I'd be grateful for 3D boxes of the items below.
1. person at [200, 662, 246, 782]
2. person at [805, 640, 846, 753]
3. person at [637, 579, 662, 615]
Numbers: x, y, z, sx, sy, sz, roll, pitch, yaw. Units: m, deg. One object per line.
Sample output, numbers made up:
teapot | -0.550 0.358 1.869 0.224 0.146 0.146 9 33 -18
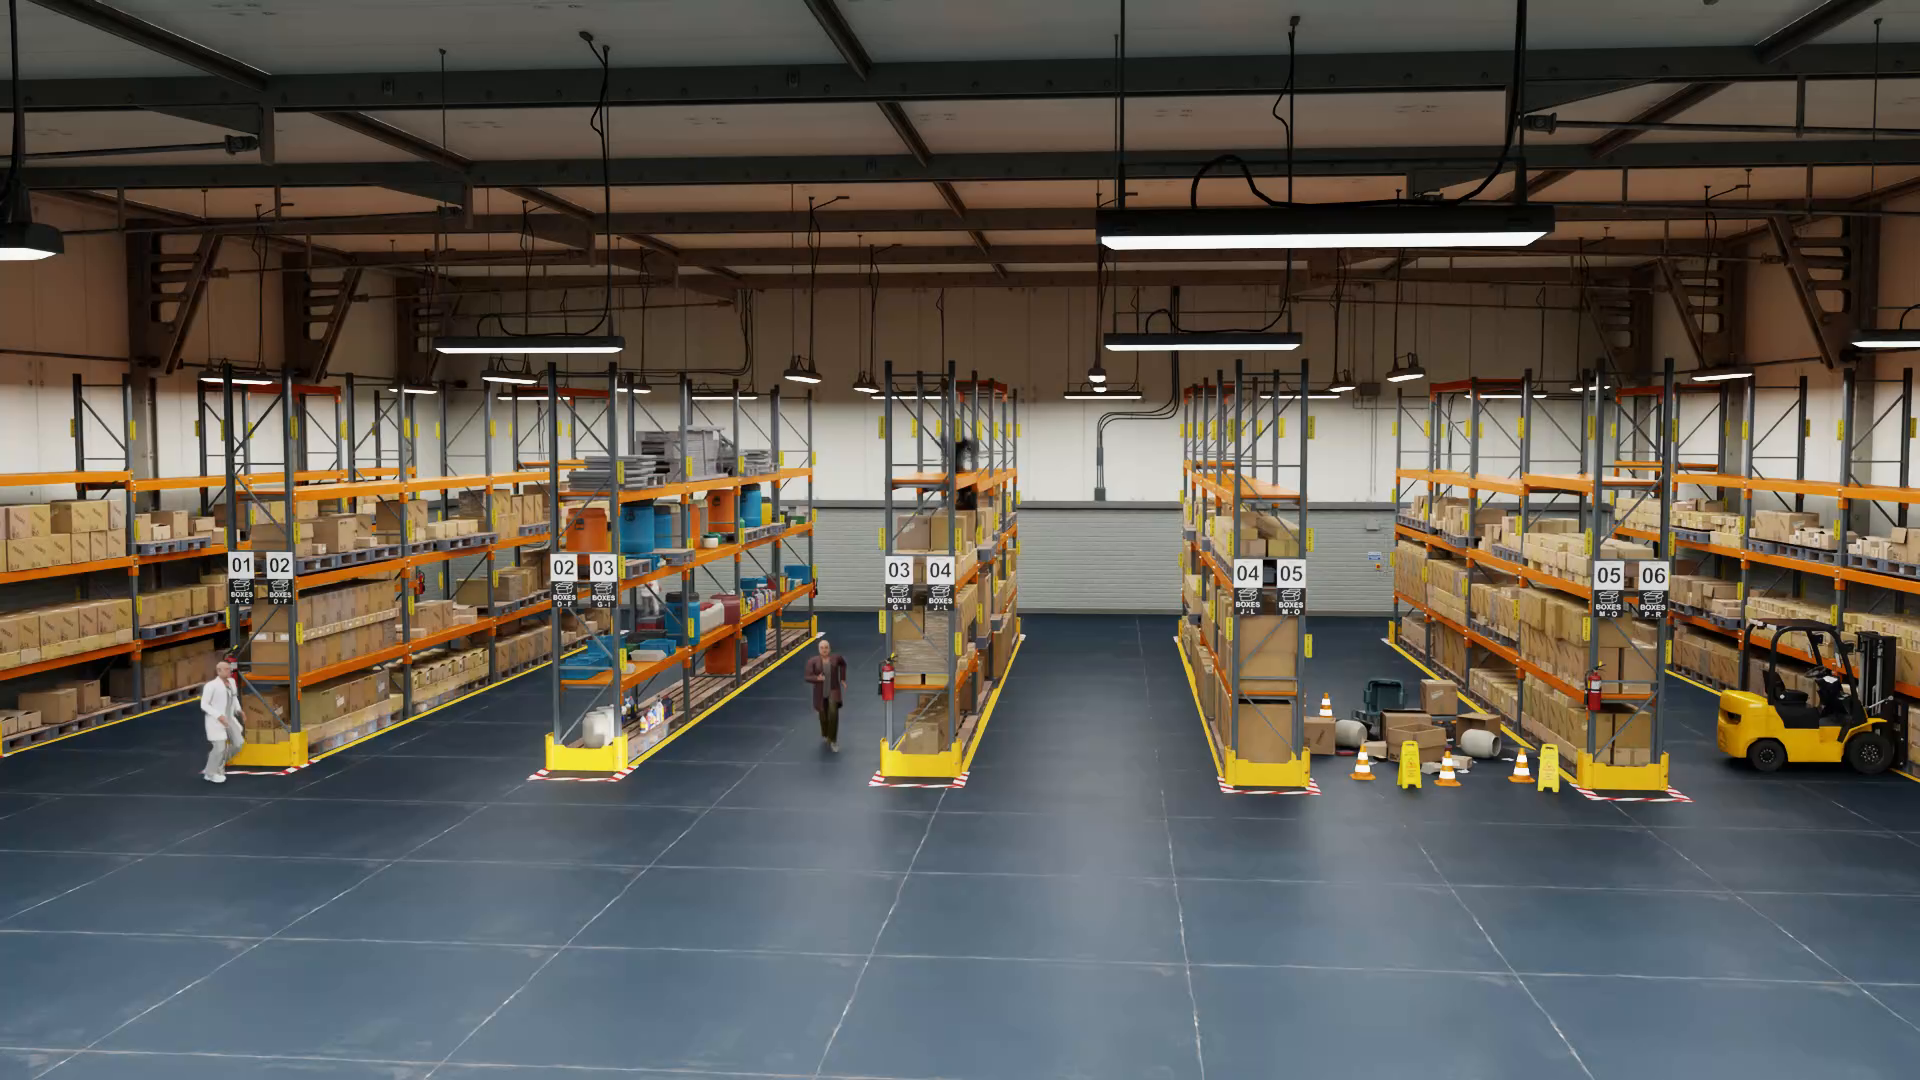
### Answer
person | -10.511 2.585 23.690 0.656 1.725 0.676 2 4 25
person | -2.094 2.457 25.976 0.628 1.644 1.026 0 4 0
person | -7.701 1.400 41.204 0.674 1.807 0.909 -2 4 -25
